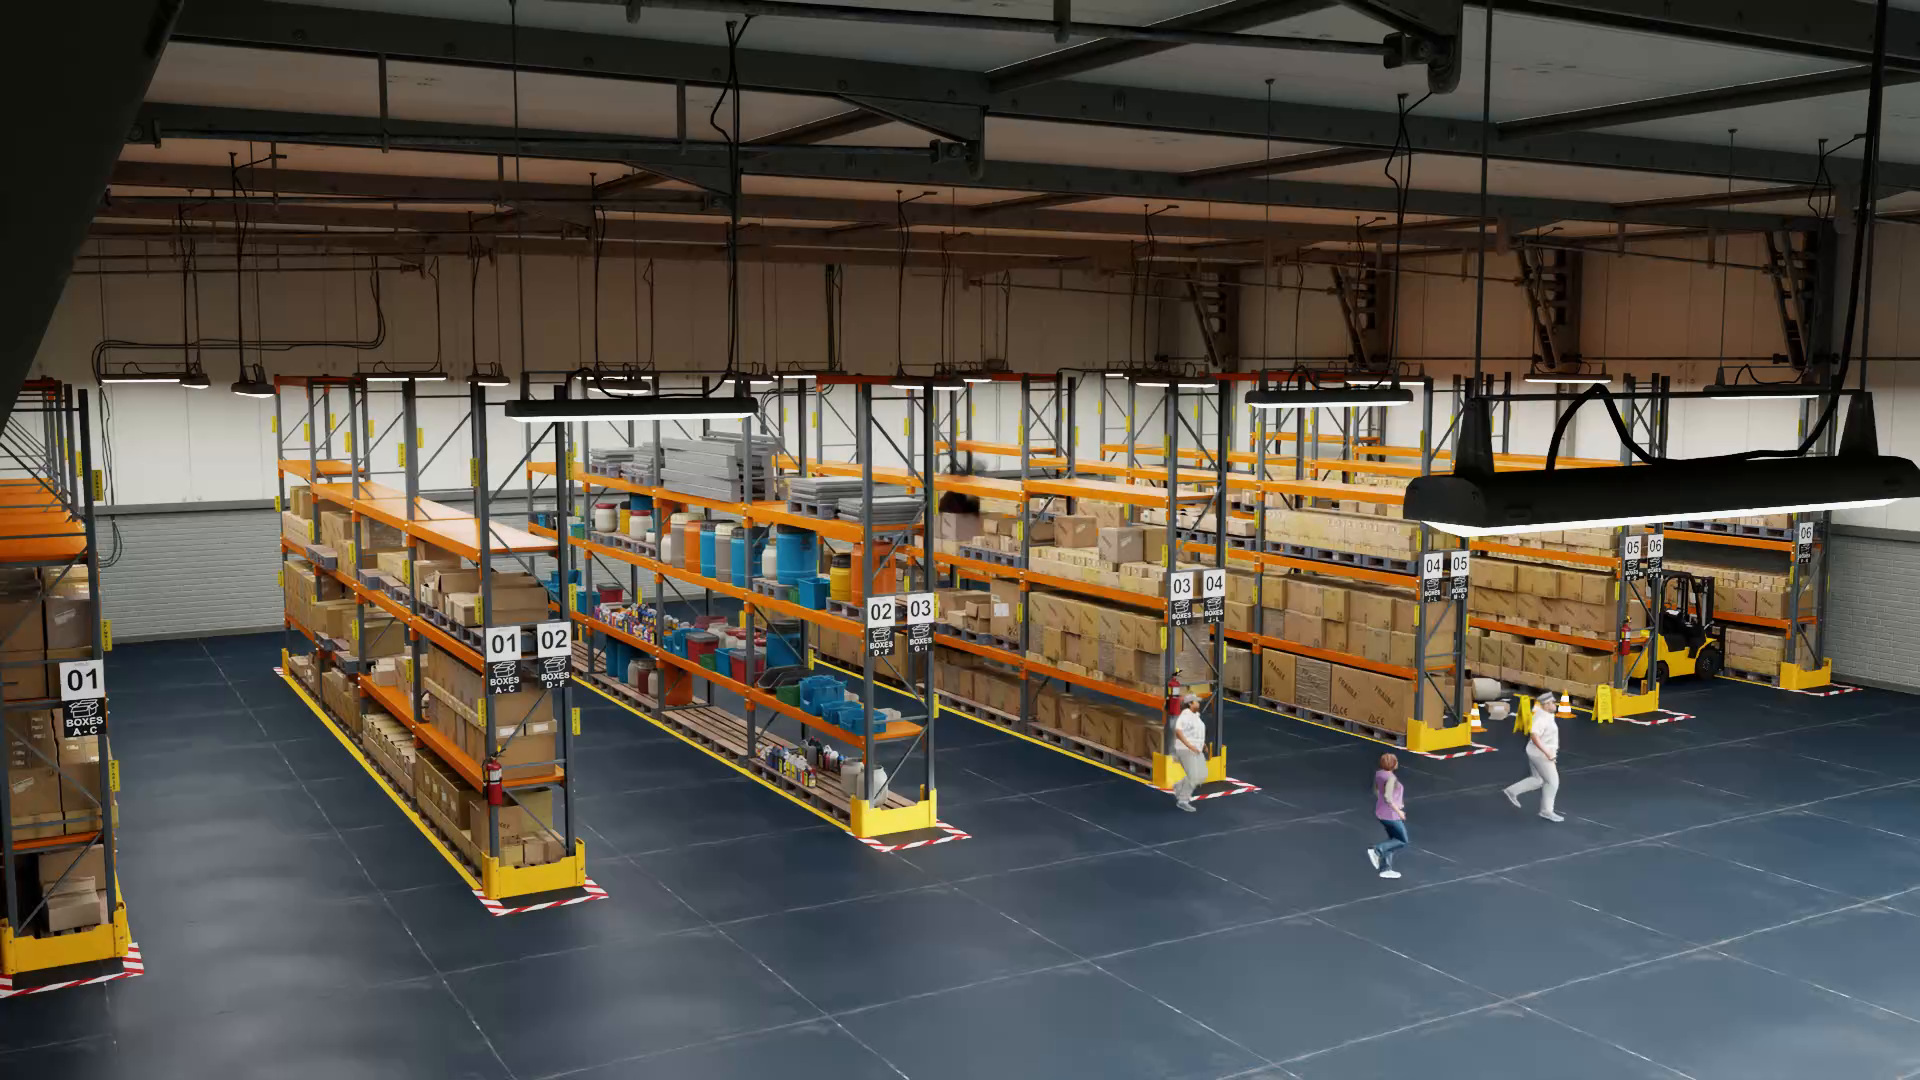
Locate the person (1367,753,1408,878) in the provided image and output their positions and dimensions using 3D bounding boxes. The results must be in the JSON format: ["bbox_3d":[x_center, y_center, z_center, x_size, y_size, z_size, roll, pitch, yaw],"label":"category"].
[{"bbox_3d":[5.195,3.355,20.235,0.547,1.554,0.537,-1,6,-10],"label":"person"}]

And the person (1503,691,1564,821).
[{"bbox_3d":[7.927,2.960,22.921,0.805,1.785,0.661,1,6,13],"label":"person"}]

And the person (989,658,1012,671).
[{"bbox_3d":[0.809,1.873,32.860,0.687,1.831,0.822,-4,7,-30],"label":"person"}]

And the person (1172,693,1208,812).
[{"bbox_3d":[3.265,2.978,23.449,0.489,1.623,0.670,4,7,31],"label":"person"}]
